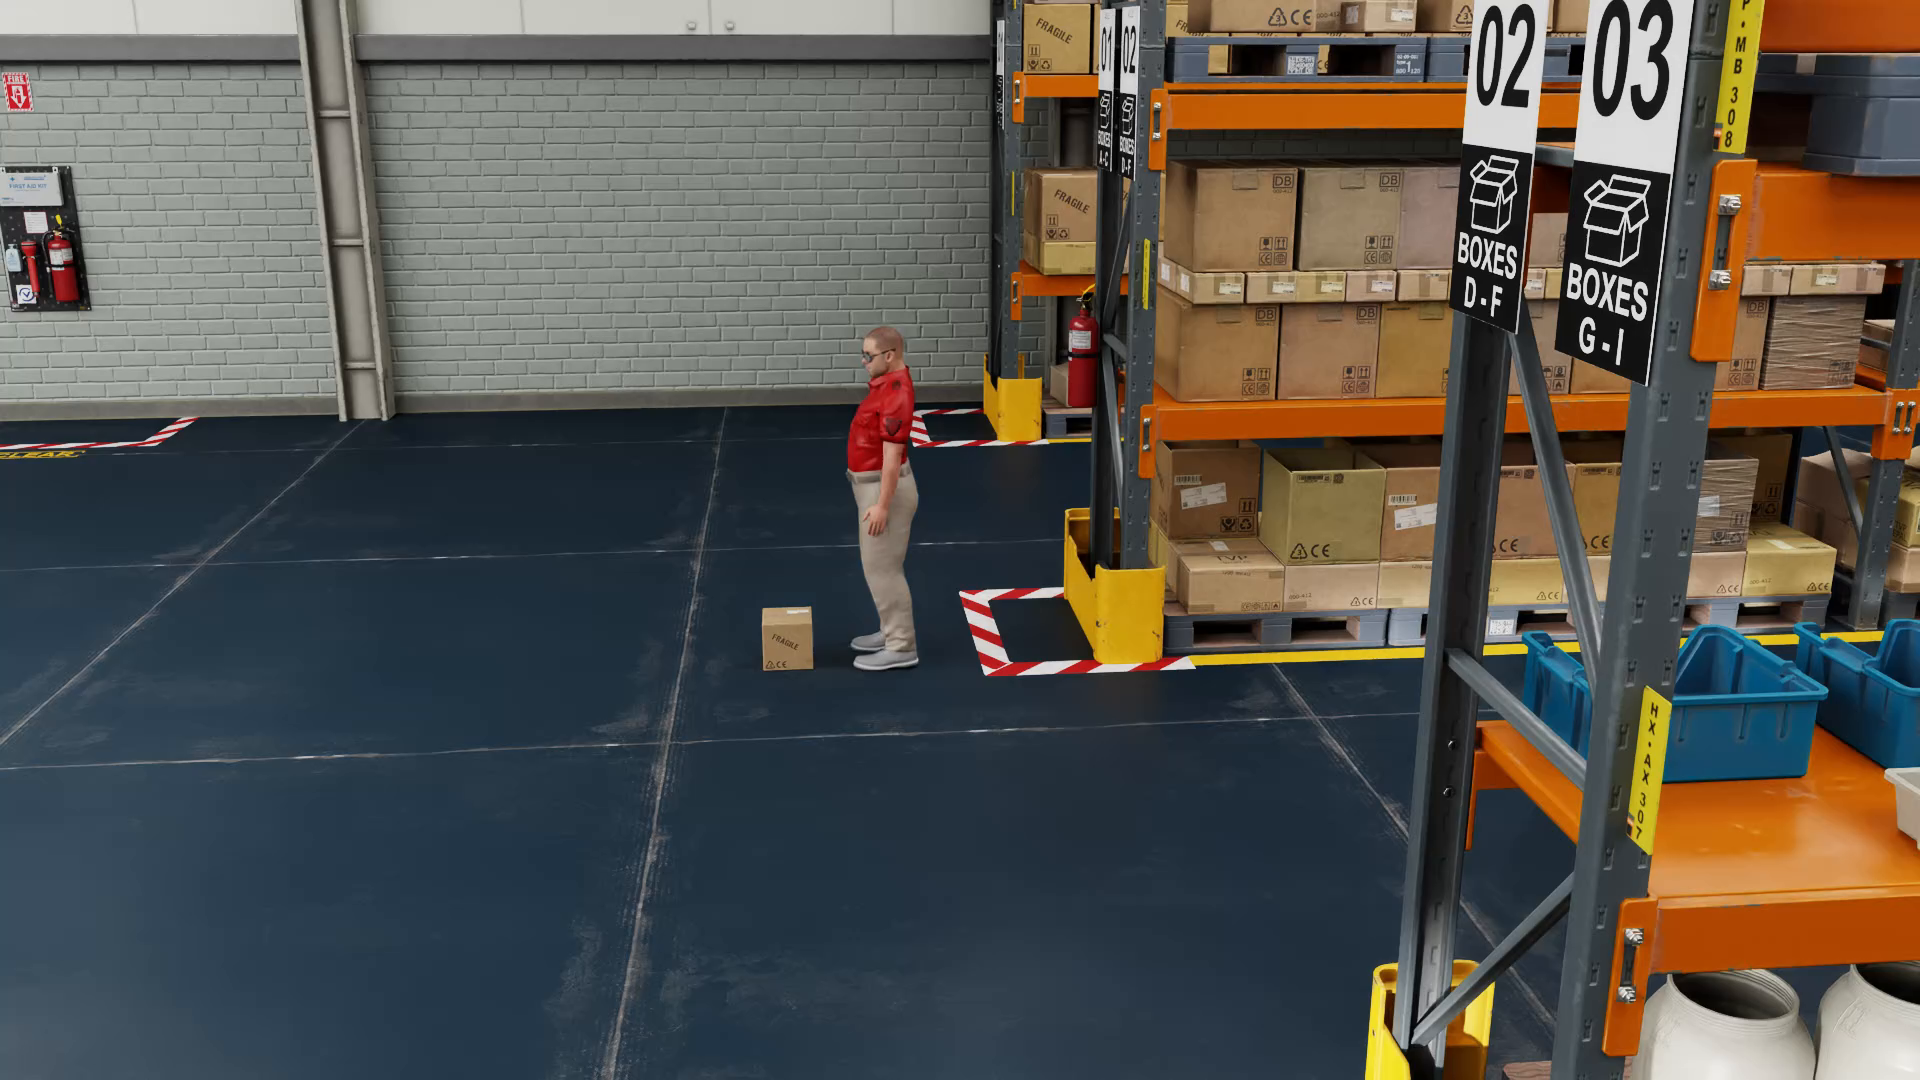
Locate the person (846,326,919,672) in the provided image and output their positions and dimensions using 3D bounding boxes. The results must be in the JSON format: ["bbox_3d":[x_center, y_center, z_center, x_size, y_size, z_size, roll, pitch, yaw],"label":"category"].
[{"bbox_3d":[-0.389,-0.211,8.297,0.359,1.721,0.529,-1,17,-4],"label":"person"}]
